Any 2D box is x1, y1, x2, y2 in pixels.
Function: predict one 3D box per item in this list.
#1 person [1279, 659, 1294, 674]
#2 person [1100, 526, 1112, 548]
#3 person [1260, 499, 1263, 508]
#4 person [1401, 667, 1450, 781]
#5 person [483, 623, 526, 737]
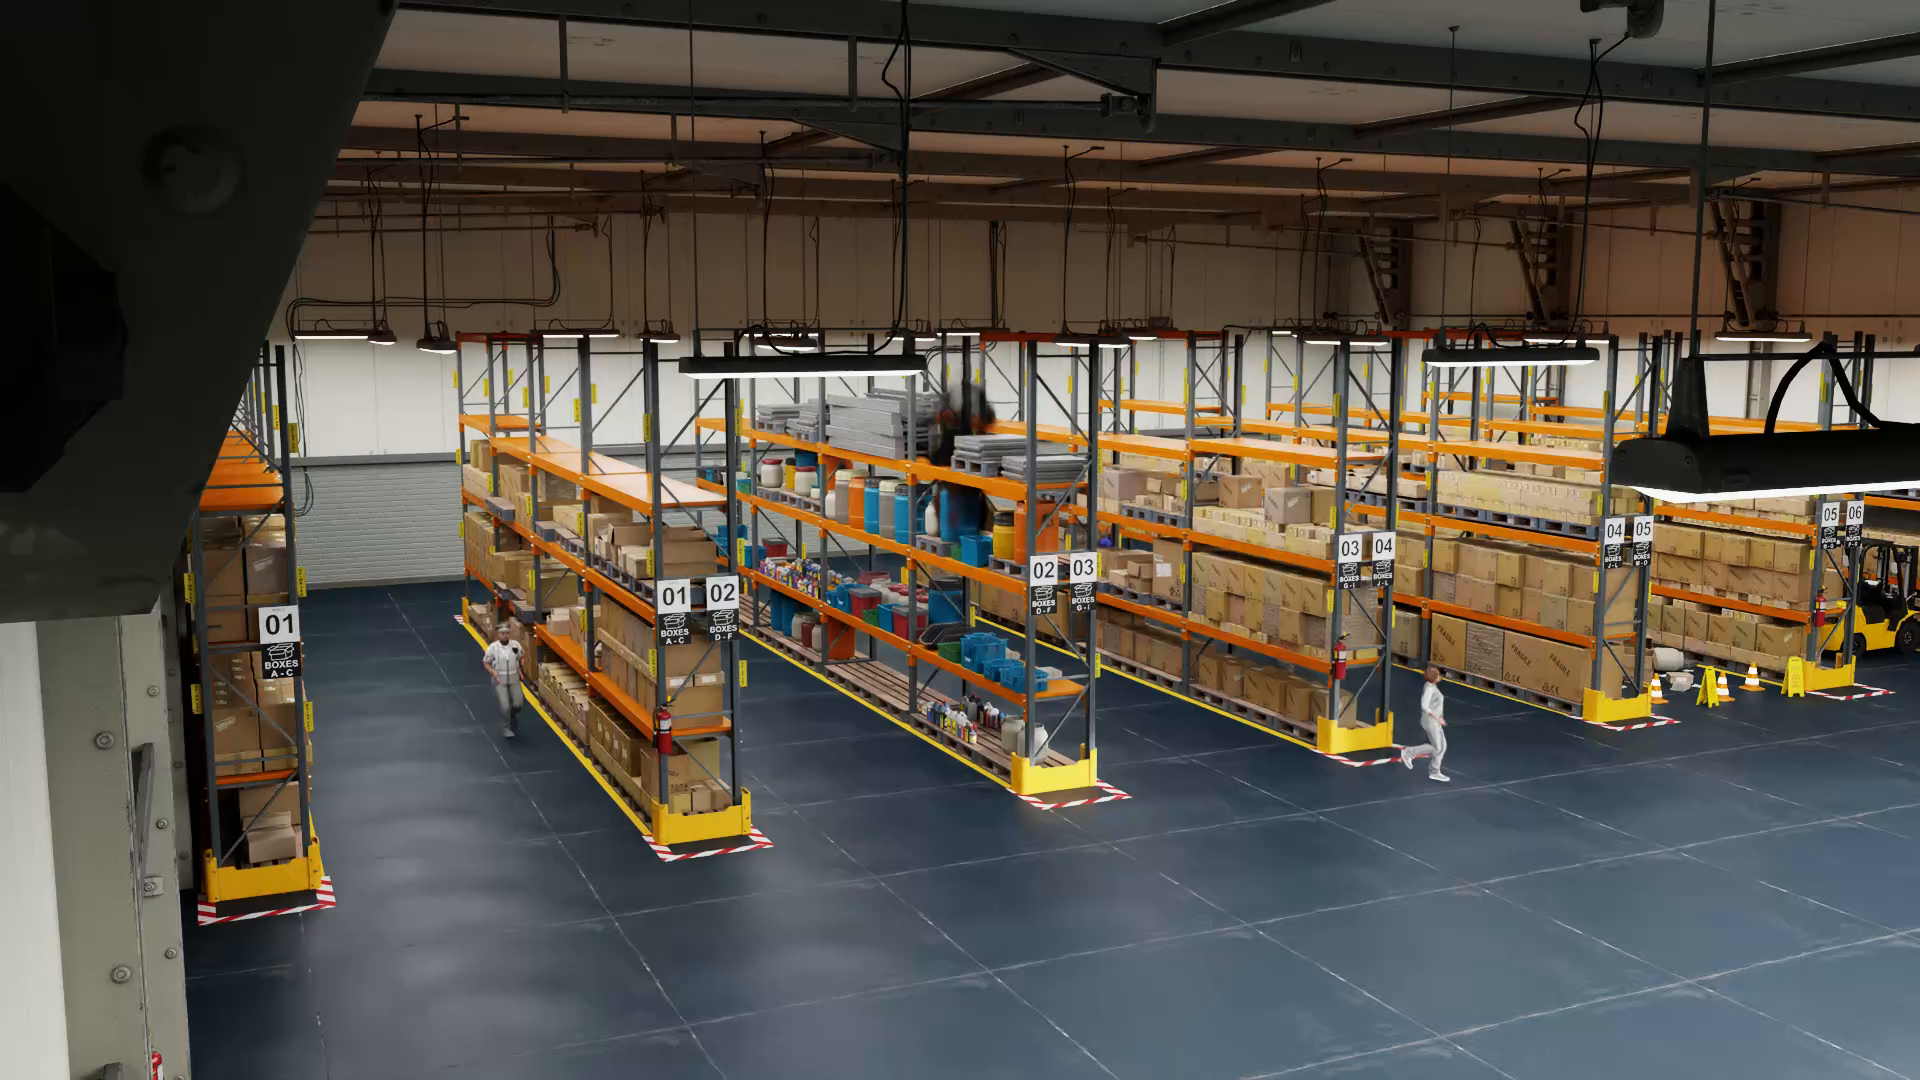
[{"bbox_3d":[5.966,1.475,29.611,0.668,1.811,0.743,-5,9,-34],"label":"person"},{"bbox_3d":[3.397,0.496,37.497,0.599,1.620,0.625,-3,8,-20],"label":"person"},{"bbox_3d":[7.867,-0.498,44.077,0.862,1.773,0.763,1,8,11],"label":"person"},{"bbox_3d":[6.403,2.507,22.799,0.659,1.568,0.554,2,8,16],"label":"person"},{"bbox_3d":[-6.824,2.103,25.026,0.640,1.736,0.596,-4,9,-26],"label":"person"}]
